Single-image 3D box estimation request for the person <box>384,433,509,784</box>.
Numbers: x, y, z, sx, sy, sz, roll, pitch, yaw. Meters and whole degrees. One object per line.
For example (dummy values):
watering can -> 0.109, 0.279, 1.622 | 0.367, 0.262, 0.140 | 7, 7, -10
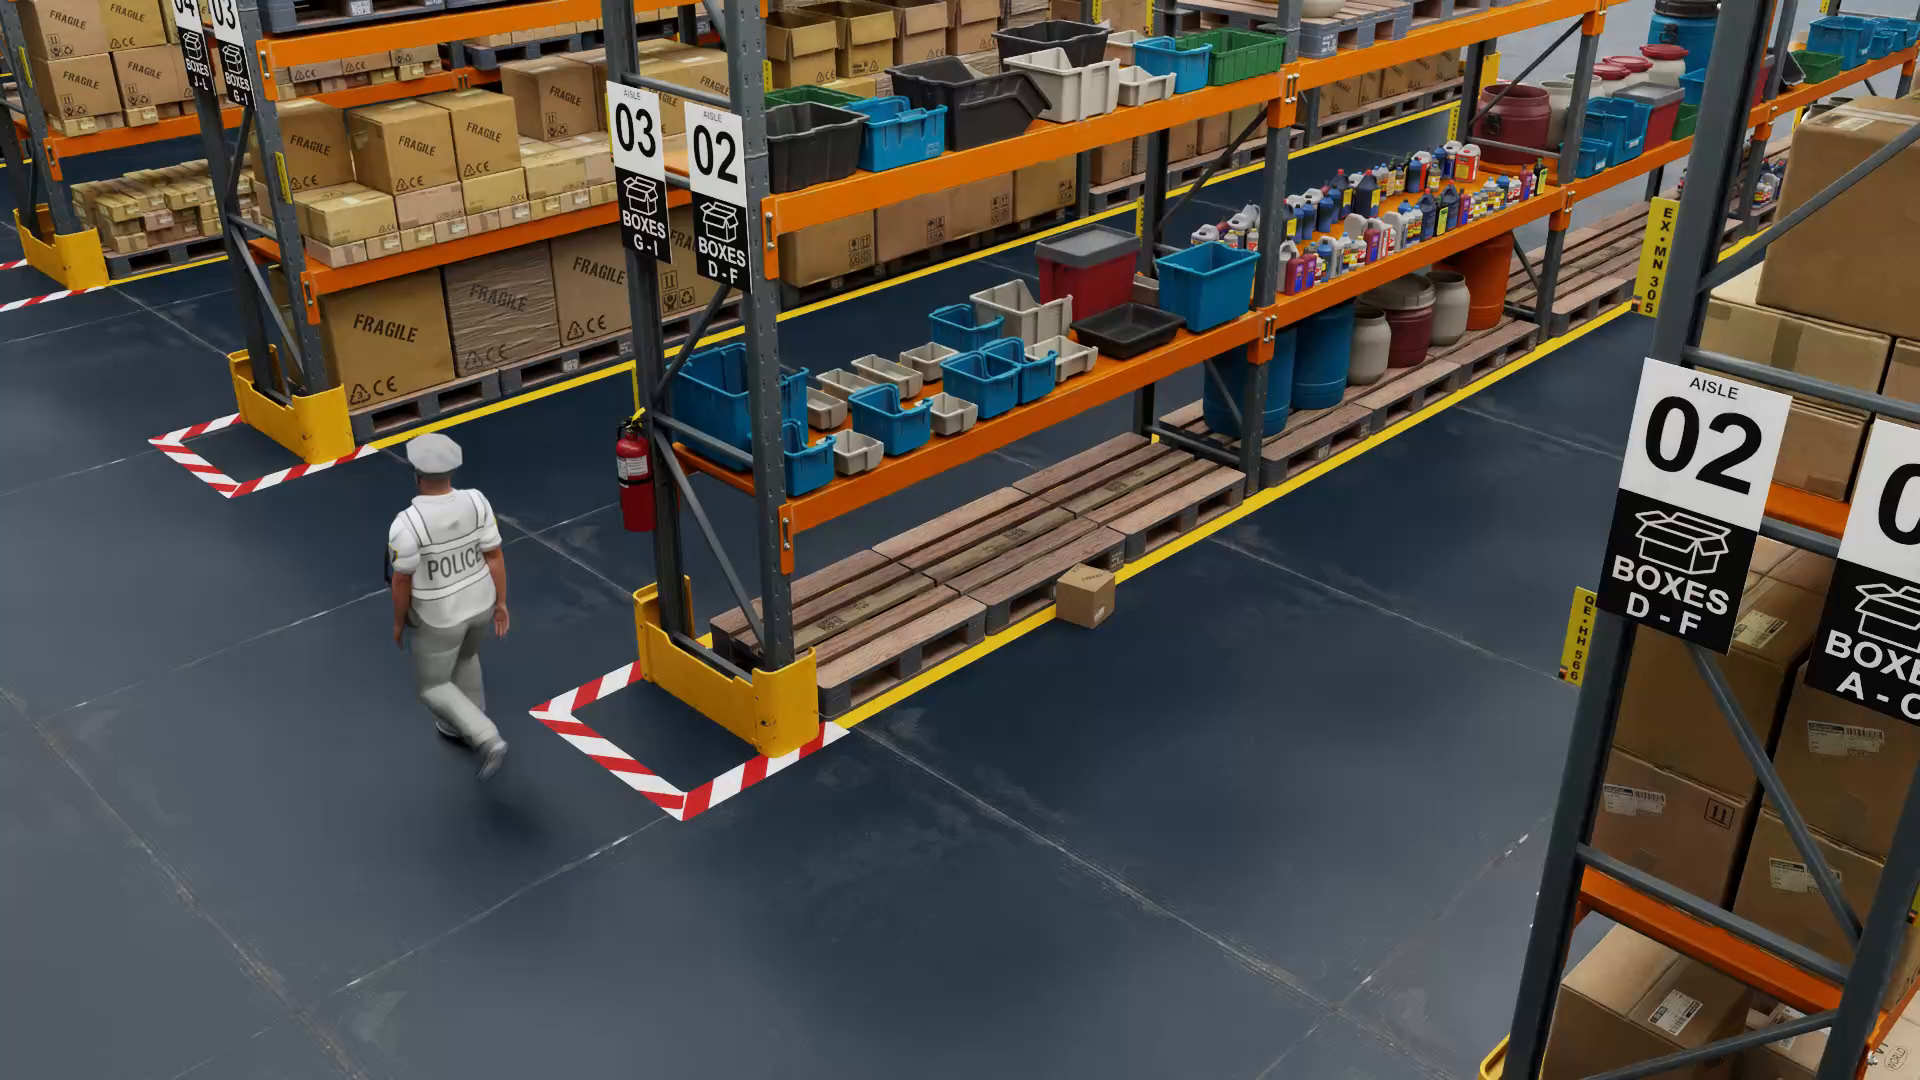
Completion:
person -> -2.417, 0.320, 7.942 | 0.814, 1.747, 0.529 | 20, 34, 33
